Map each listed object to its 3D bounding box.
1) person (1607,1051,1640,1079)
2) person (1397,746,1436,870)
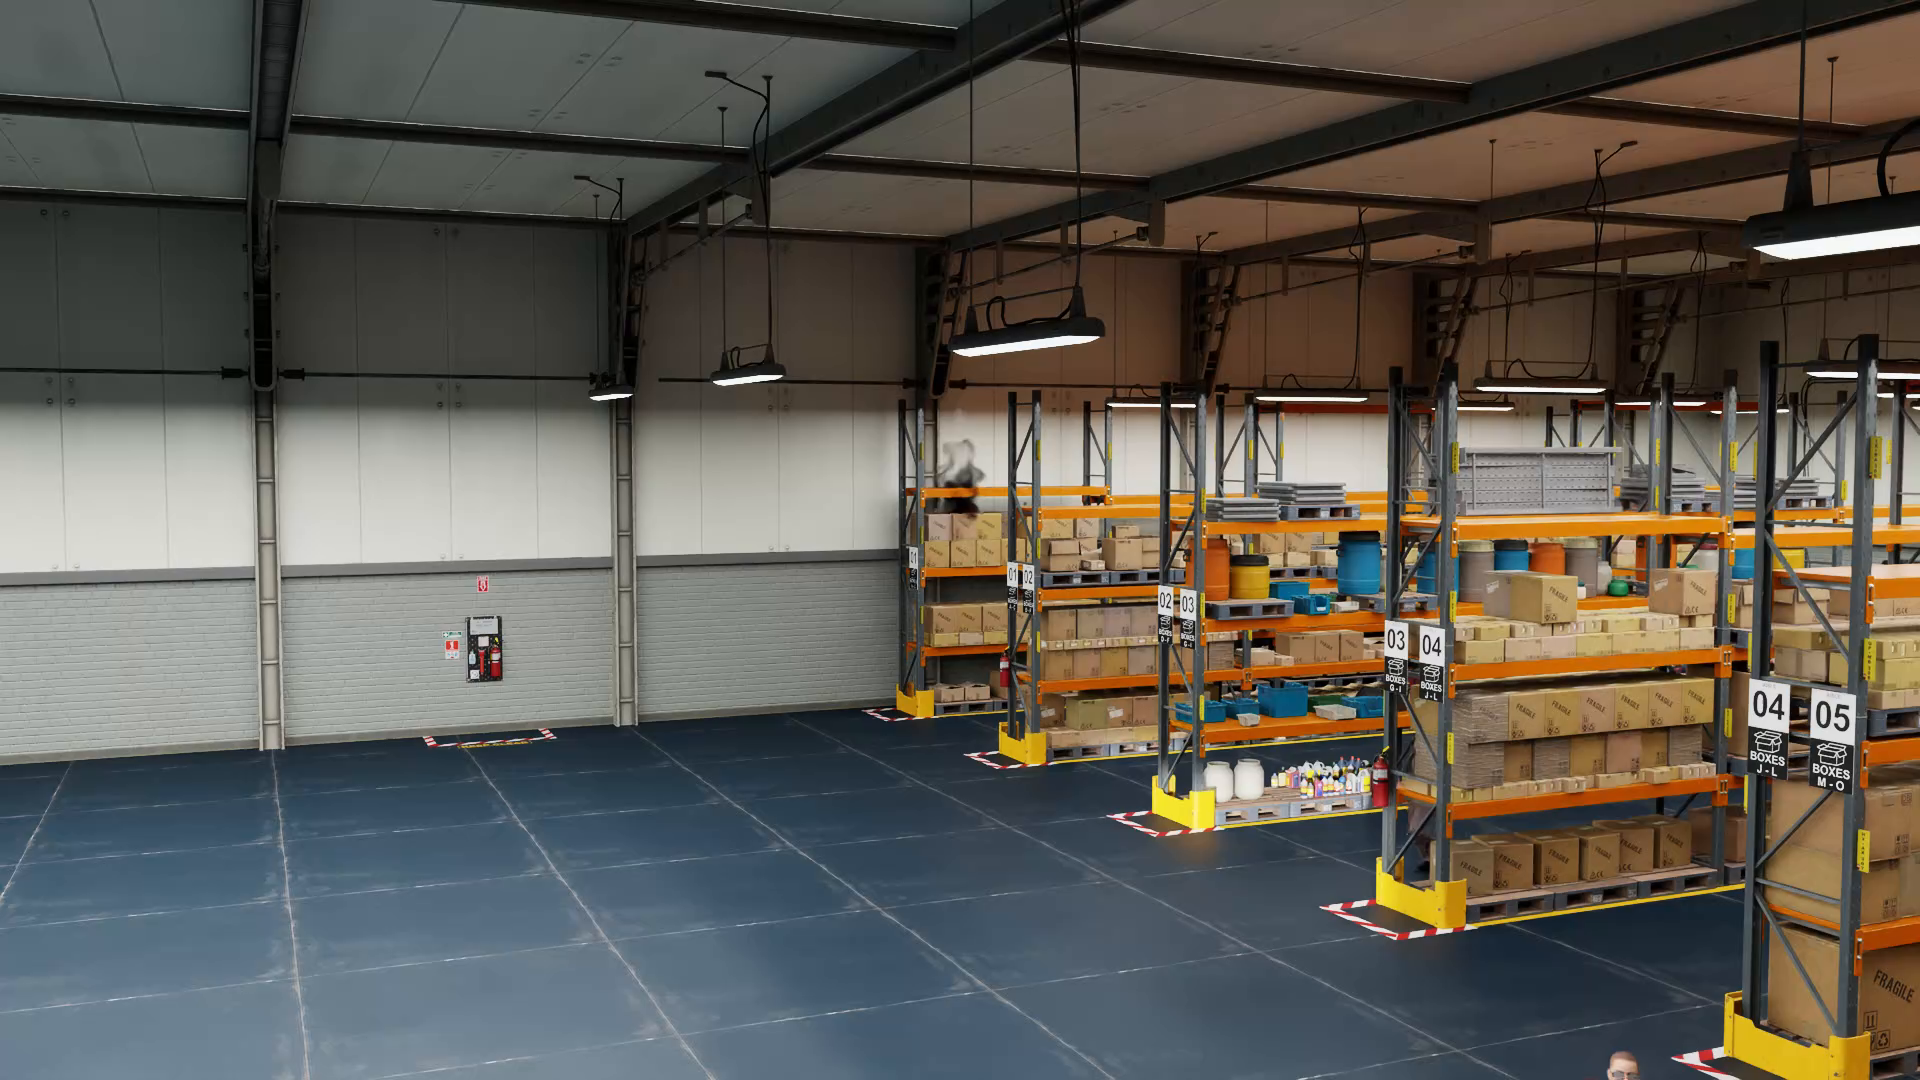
[{"bbox_3d":[3.706,3.759,9.350,0.652,1.811,0.832,1,4,18],"label":"person"},{"bbox_3d":[5.531,3.142,20.025,0.564,1.676,0.635,-1,4,-22],"label":"person"}]
